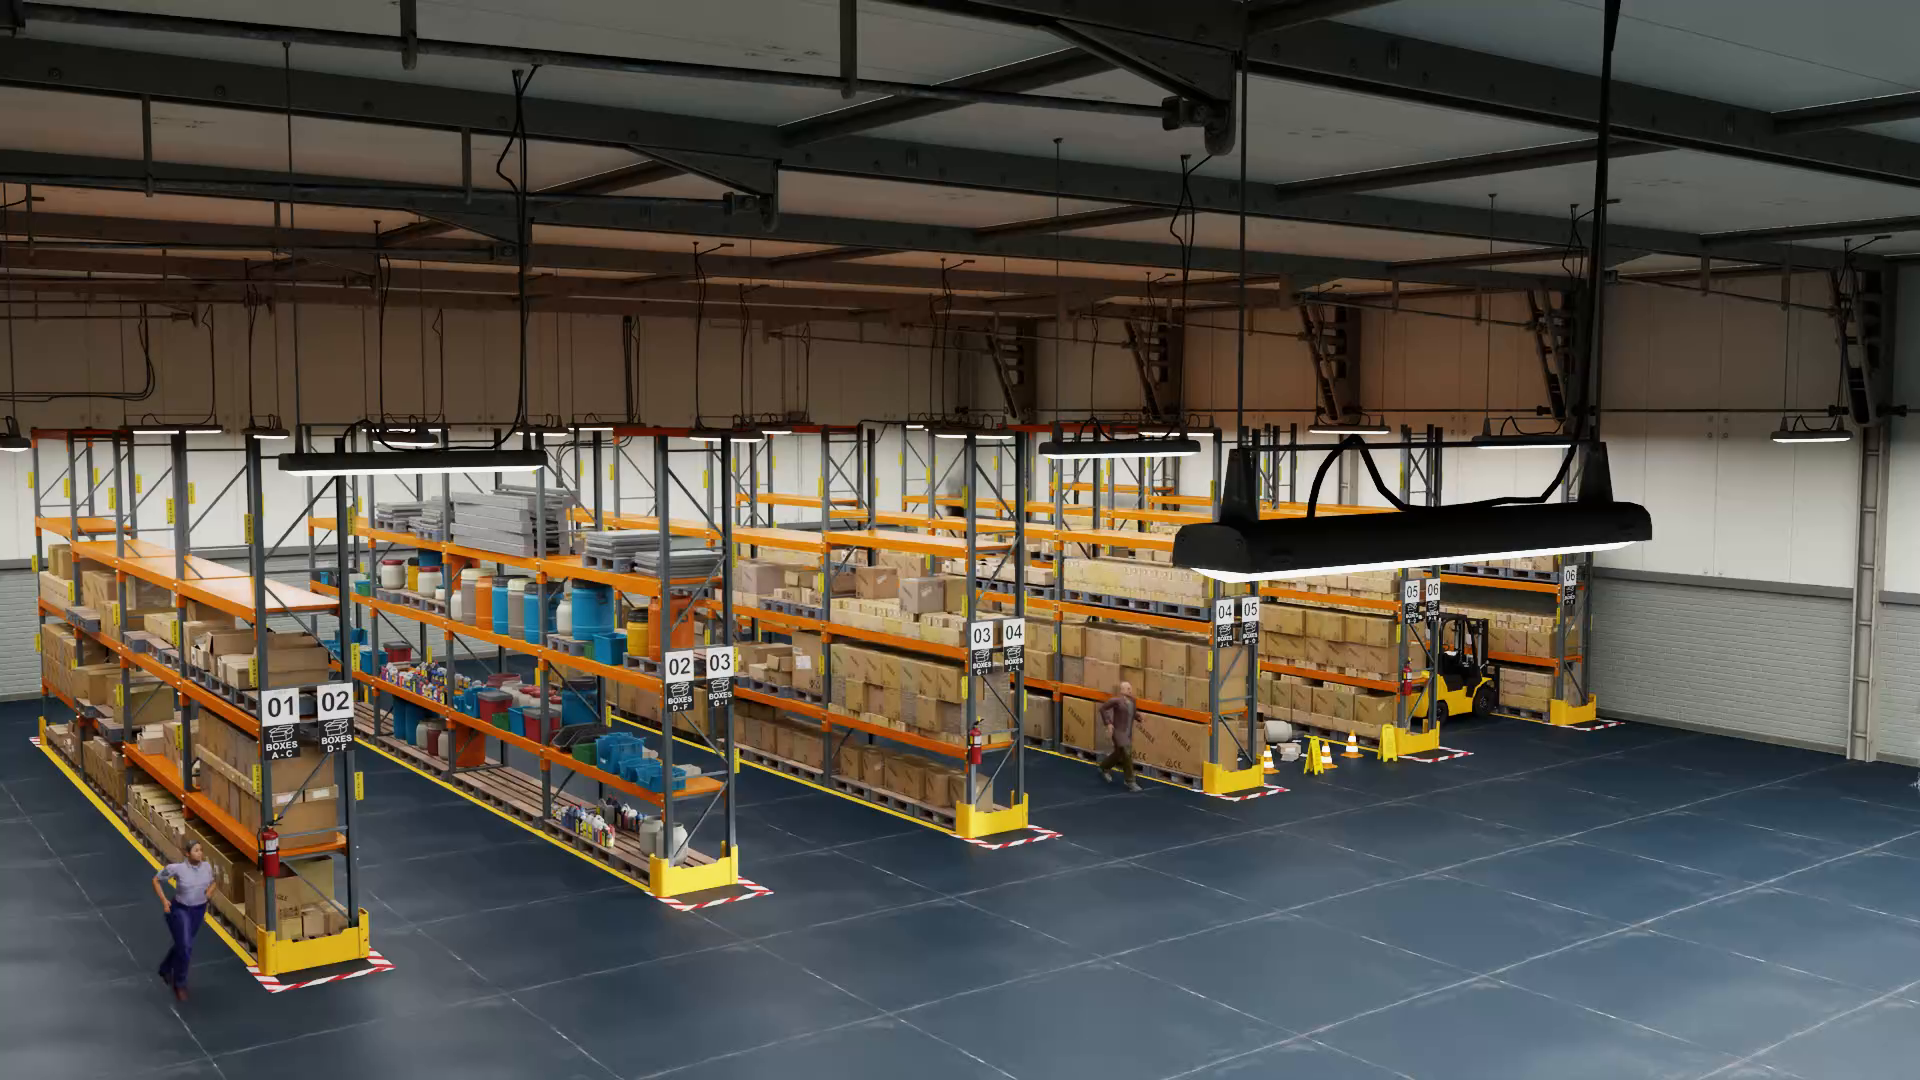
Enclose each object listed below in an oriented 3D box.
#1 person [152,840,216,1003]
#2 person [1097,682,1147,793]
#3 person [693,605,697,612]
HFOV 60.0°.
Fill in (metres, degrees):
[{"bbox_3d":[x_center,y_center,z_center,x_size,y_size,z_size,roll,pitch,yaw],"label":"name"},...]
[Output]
[{"bbox_3d":[-8.456,4.118,18.157,0.788,1.671,0.665,3,5,30],"label":"person"},{"bbox_3d":[2.682,3.257,27.860,1.026,1.804,0.649,4,6,42],"label":"person"},{"bbox_3d":[-6.514,2.351,40.339,0.690,1.675,0.808,1,5,13],"label":"person"}]
